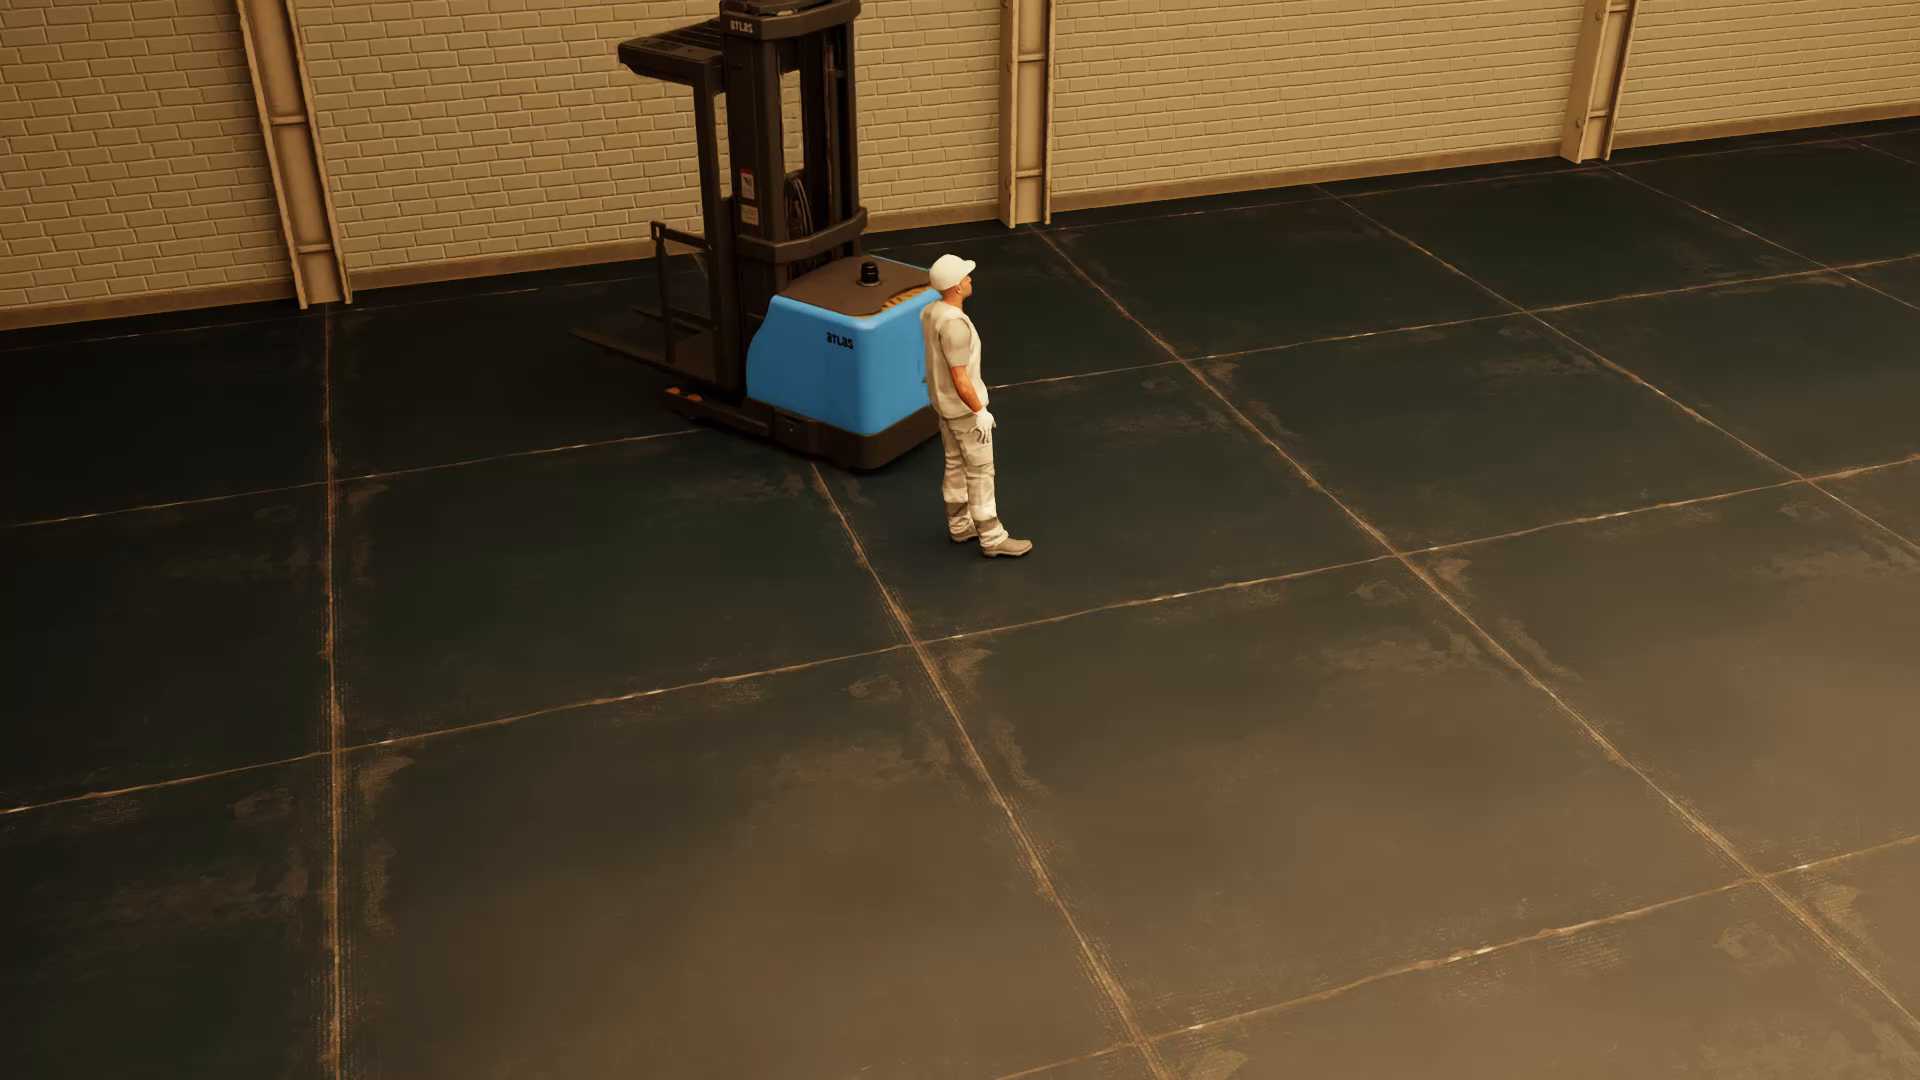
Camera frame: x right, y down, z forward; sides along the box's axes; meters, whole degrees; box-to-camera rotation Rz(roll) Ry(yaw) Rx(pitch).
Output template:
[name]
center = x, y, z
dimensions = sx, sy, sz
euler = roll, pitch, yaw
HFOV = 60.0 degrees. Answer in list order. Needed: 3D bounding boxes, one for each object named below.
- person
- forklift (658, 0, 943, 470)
[person]
center = 0.013, -0.800, 9.555
dimensions = 0.424, 1.735, 0.637
euler = -10, 31, -16
[forklift]
center = -1.476, -2.298, 11.081
dimensions = 3.031, 2.935, 1.130
euler = 20, 36, 31
